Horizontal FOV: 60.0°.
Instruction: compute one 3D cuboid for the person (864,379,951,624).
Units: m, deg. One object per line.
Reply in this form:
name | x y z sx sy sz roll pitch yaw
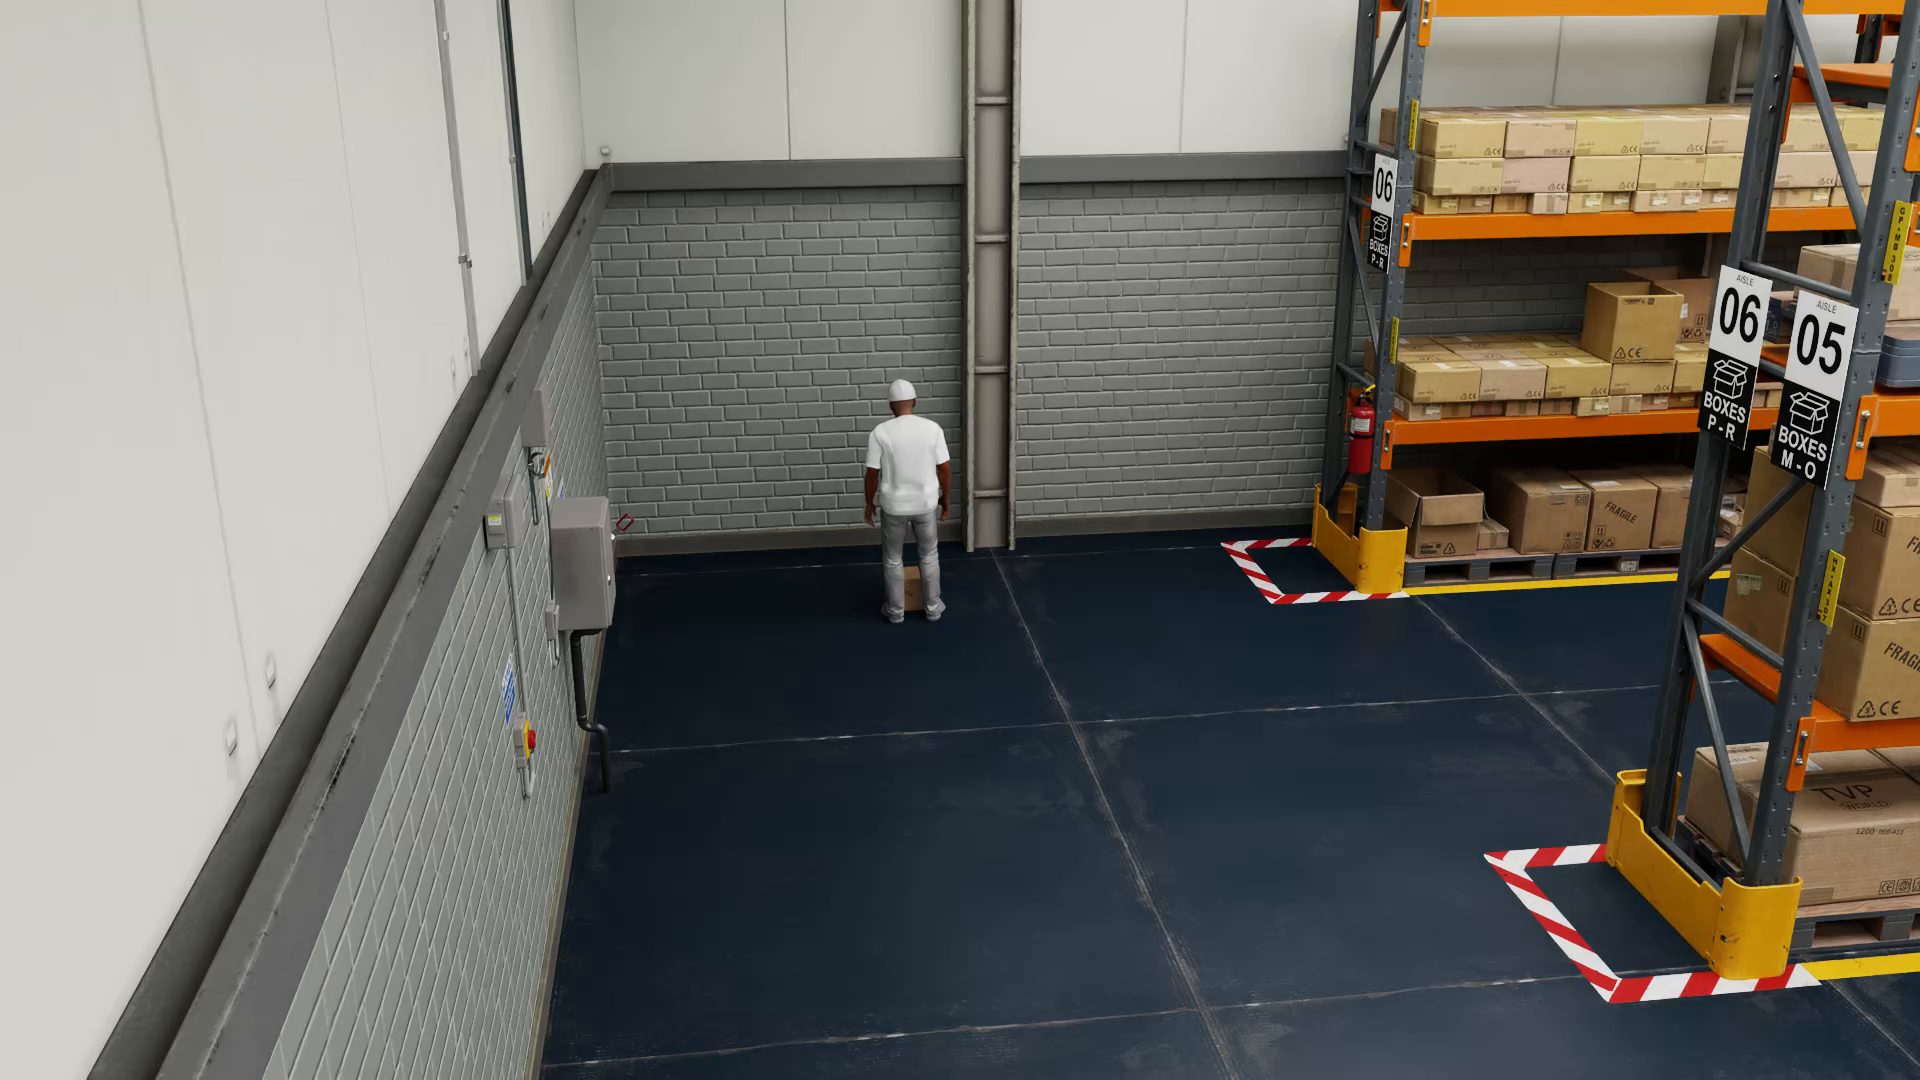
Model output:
person | -0.374 -0.271 11.797 0.622 1.759 0.462 -4 20 -10
